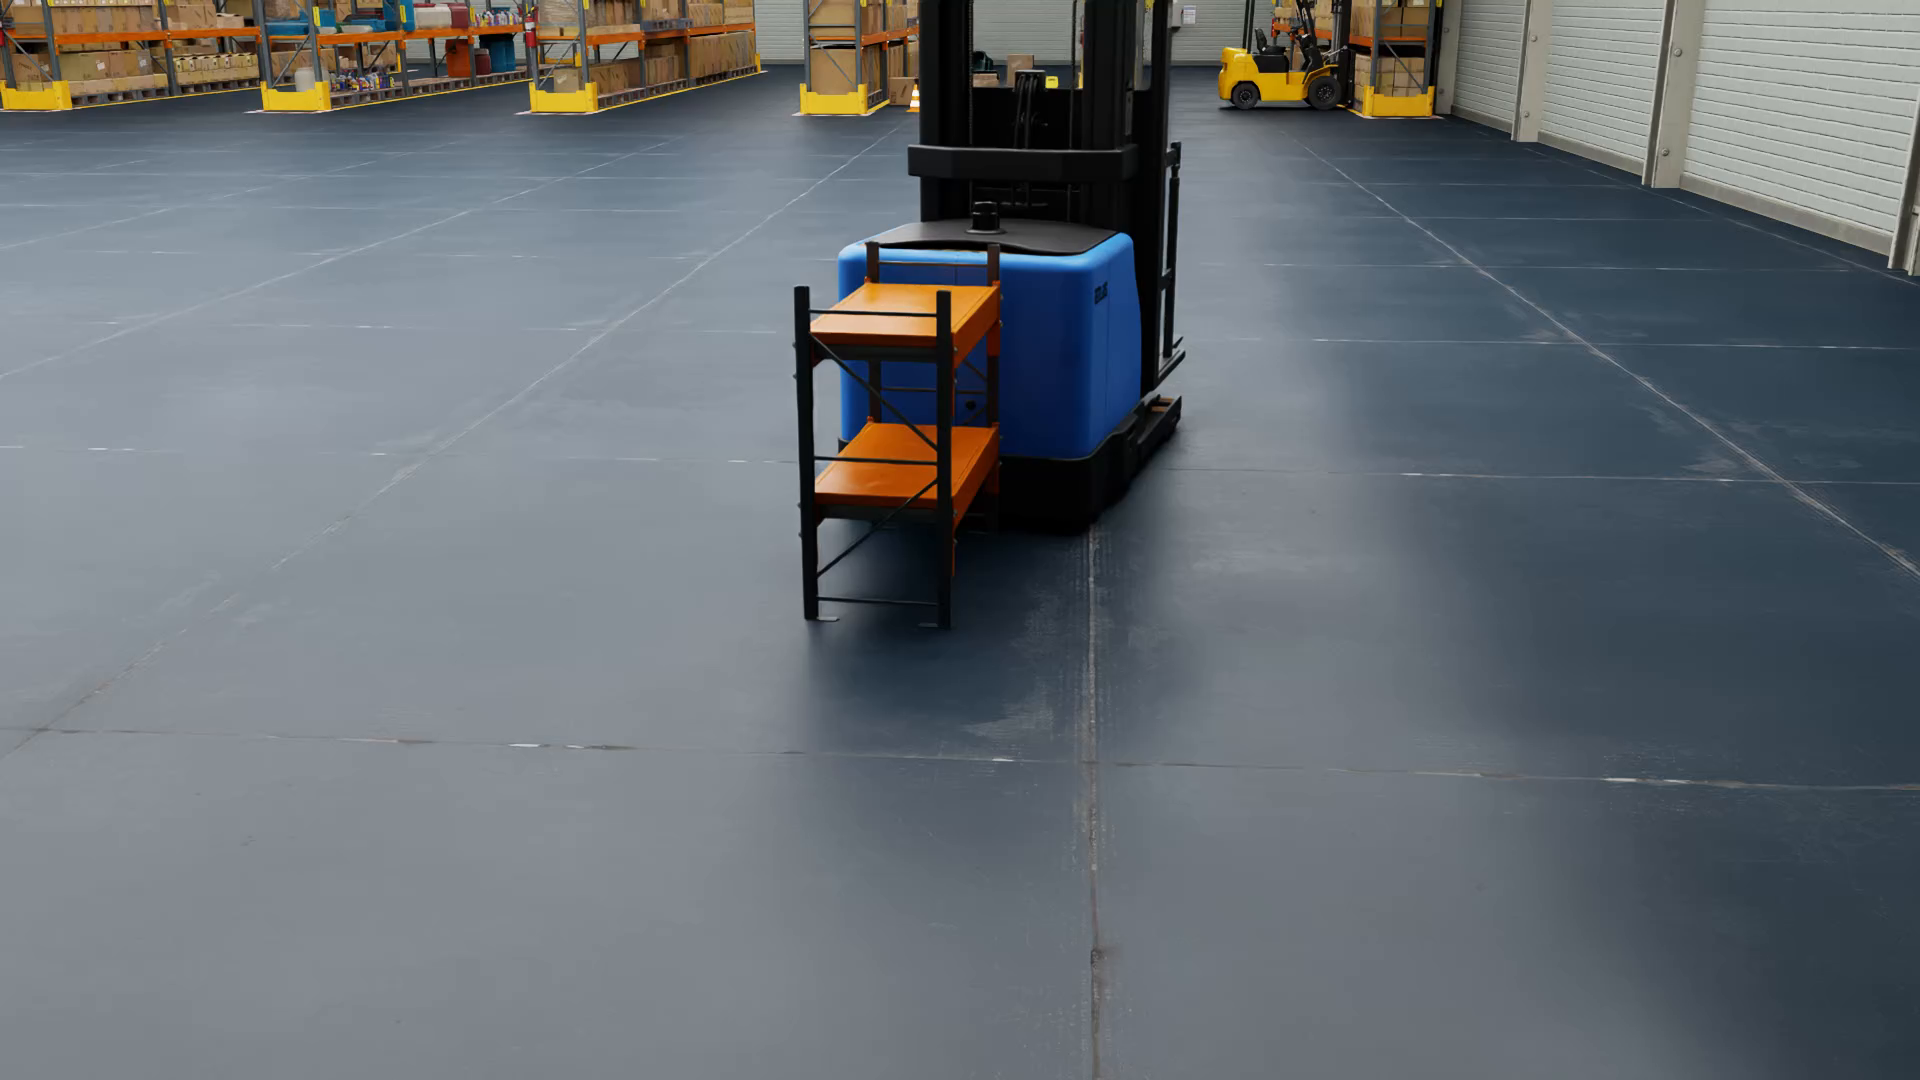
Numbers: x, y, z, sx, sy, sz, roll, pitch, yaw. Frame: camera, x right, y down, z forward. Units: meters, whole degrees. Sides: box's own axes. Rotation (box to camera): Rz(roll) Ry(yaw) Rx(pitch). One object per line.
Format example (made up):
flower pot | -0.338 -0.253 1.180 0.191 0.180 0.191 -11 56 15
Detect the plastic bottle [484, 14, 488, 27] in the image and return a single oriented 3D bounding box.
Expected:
plastic bottle | -11.103 -12.148 38.885 0.097 0.271 0.097 0 18 0

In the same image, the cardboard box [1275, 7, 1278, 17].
cardboard box | 8.497 -13.768 43.386 0.500 0.250 0.500 1 18 4

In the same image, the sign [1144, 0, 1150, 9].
sign | 3.241 -9.372 28.818 0.100 0.325 0.005 1 18 4

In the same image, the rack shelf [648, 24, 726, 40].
rack shelf | -6.468 -11.958 39.255 1.077 0.370 4.000 1 18 4

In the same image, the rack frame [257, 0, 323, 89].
rack frame | -12.125 -9.305 30.002 1.000 3.000 0.127 1 18 4

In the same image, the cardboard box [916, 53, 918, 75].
cardboard box | -1.265 -11.237 39.238 0.500 0.500 0.500 1 18 3

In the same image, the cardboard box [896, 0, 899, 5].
cardboard box | -1.714 -11.920 36.218 0.700 0.500 0.500 1 18 4

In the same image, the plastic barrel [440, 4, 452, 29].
plastic barrel | -11.412 -11.518 36.578 0.421 0.512 0.421 0 18 0

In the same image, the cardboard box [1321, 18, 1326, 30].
cardboard box | 7.878 -10.828 34.892 0.500 0.250 0.500 1 18 2

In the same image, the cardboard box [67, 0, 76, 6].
cardboard box | -16.787 -10.049 31.071 0.380 0.149 0.250 1 18 4

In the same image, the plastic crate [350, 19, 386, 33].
plastic crate | -11.647 -10.127 32.749 0.499 0.251 0.616 1 18 4

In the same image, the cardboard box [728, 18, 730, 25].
cardboard box | -5.953 -12.968 41.585 0.380 0.149 0.250 1 18 2

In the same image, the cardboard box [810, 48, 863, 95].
cardboard box | -2.262 -8.454 30.144 0.875 0.875 0.875 1 18 4

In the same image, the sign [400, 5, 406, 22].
sign | -11.290 -10.663 33.703 0.100 0.325 0.005 1 18 4

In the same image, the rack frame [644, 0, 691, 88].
rack frame | -6.611 -11.679 37.247 1.000 3.000 0.127 1 18 4

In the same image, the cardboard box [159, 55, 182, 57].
cardboard box | -16.966 -10.267 35.780 0.500 0.311 0.500 1 18 4

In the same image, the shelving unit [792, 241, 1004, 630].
shelving unit | -0.188 -0.411 5.870 0.538 1.125 1.048 3 18 9

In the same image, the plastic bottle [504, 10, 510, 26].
plastic bottle | -11.018 -12.658 40.315 0.144 0.351 0.185 1 18 4

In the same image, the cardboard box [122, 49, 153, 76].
cardboard box | -16.641 -9.604 33.453 0.500 0.500 0.500 1 18 4

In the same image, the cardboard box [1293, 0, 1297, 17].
cardboard box | 8.216 -12.531 39.014 0.700 0.500 0.500 1 18 5

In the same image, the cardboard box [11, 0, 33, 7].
cardboard box | -17.228 -9.895 30.602 0.380 0.149 0.250 1 18 3

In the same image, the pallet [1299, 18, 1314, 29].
pallet | 8.203 -11.469 36.915 1.213 0.211 1.003 1 18 4

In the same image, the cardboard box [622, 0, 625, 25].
cardboard box | -7.063 -10.332 32.500 0.875 0.500 0.500 1 18 4

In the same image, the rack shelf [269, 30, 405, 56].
rack shelf | -11.982 -9.584 32.010 1.077 0.370 4.000 1 18 4

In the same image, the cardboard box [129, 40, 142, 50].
cardboard box | -21.063 -12.226 41.696 0.750 0.750 0.750 1 18 5

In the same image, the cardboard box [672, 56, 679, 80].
cardboard box | -6.639 -10.491 36.932 0.700 0.500 0.500 0 18 1

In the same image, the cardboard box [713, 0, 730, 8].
cardboard box | -6.035 -13.491 41.336 0.500 0.500 0.500 1 18 4

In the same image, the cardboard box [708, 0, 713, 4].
cardboard box | -6.362 -13.247 40.261 0.797 0.503 0.637 1 18 2

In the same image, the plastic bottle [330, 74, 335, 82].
plastic bottle | -12.367 -9.007 32.643 0.144 0.351 0.185 2 18 6

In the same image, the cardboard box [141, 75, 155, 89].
cardboard box | -16.640 -9.248 33.570 0.500 0.250 0.500 1 18 4

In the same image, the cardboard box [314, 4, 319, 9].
cardboard box | -16.425 -13.352 42.193 0.500 0.500 0.500 2 18 5

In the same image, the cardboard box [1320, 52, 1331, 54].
cardboard box | 8.166 -10.226 35.952 0.875 0.625 0.625 2 18 6

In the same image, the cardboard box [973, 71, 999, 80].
cardboard box | 0.359 -8.744 32.082 0.797 0.637 0.503 1 18 4

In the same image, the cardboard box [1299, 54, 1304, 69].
cardboard box | 8.140 -10.975 38.440 0.500 0.500 0.500 1 18 2

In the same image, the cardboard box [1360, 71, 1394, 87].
cardboard box | 7.374 -8.152 29.423 0.500 0.250 0.500 1 18 3

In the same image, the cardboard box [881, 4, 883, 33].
cardboard box | -1.973 -10.251 32.649 0.875 0.550 0.550 1 18 4

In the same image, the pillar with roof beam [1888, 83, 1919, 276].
pillar with roof beam | 3.015 -6.416 11.552 9.100 9.000 0.400 1 18 4

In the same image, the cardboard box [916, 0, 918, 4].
cardboard box | -1.219 -13.013 40.093 0.380 0.149 0.250 2 18 6

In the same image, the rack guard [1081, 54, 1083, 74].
rack guard | 3.848 -12.762 44.567 1.175 0.500 0.348 1 18 4

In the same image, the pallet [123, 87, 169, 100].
pallet | -16.877 -9.088 33.818 1.003 0.211 1.213 1 18 4

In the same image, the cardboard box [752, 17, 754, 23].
cardboard box | -5.735 -13.926 44.509 0.380 0.149 0.250 2 18 5

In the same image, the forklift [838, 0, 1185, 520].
forklift | 0.440 -1.893 7.492 1.130 2.935 3.031 6 19 17

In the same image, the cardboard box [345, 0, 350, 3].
cardboard box | -15.854 -13.966 42.463 0.500 0.500 0.500 1 18 2

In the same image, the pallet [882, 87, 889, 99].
pallet | -1.978 -9.211 34.193 1.003 0.211 1.213 1 18 4

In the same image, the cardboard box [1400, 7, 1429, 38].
cardboard box | 7.963 -9.058 29.090 0.500 0.500 0.500 2 18 6

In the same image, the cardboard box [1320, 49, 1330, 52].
cardboard box | 8.007 -10.827 36.946 0.380 0.149 0.250 0 18 1

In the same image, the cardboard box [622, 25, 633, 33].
cardboard box | -6.632 -10.010 32.558 0.380 0.149 0.250 1 18 4

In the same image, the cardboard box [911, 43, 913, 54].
cardboard box | -1.344 -11.271 38.139 0.500 0.250 0.500 1 18 3

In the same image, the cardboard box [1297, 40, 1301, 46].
cardboard box | 8.249 -11.864 39.634 0.380 0.149 0.250 0 18 1

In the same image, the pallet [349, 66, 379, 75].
pallet | -16.070 -12.411 43.962 1.003 0.211 1.213 1 18 4

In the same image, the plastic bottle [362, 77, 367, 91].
plastic bottle | -11.653 -8.911 32.475 0.097 0.271 0.097 0 18 0

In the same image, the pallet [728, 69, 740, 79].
pallet | -6.192 -11.830 42.188 1.003 0.211 1.213 1 18 4
